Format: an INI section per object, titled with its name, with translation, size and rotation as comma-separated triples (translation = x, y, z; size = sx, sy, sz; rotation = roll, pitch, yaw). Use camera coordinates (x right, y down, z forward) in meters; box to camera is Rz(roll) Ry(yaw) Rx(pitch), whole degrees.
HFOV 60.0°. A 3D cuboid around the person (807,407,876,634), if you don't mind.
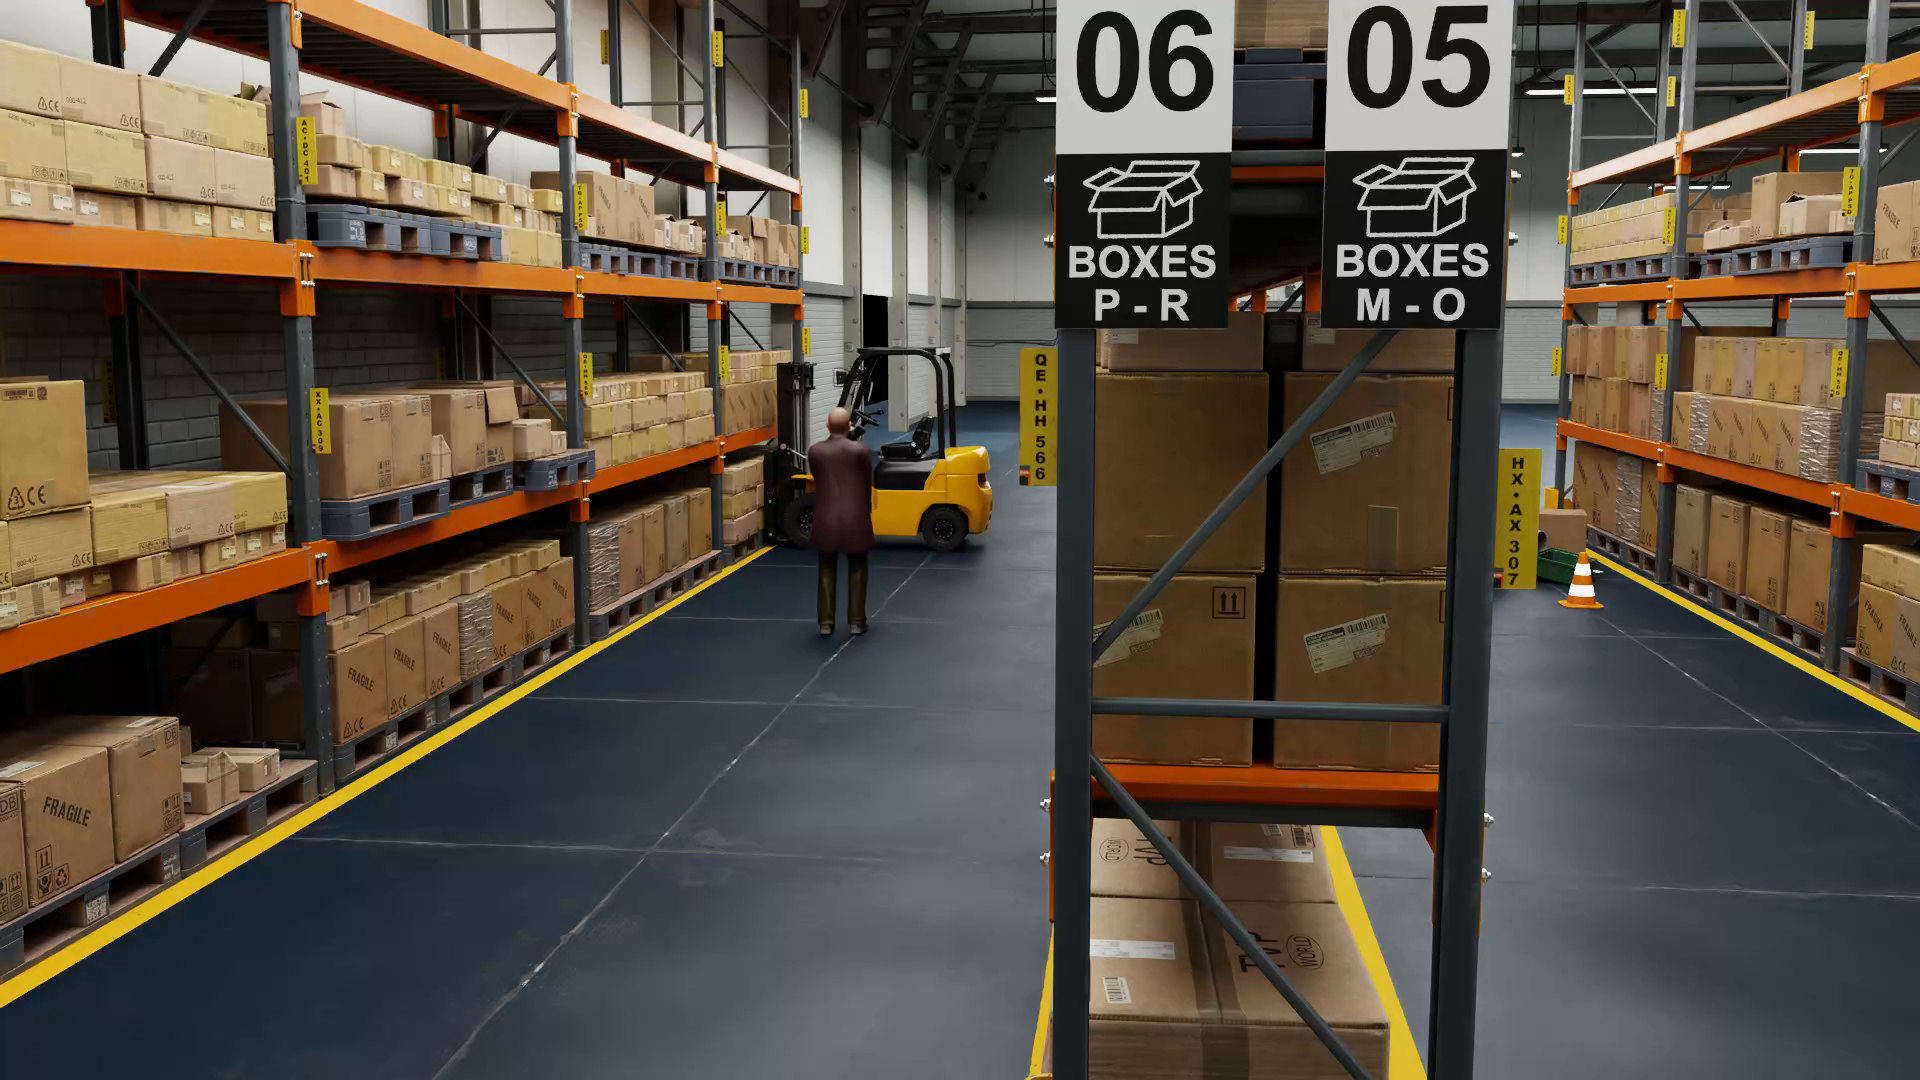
[person]
translation = -0.917, -0.159, 13.077
size = 0.525, 1.779, 0.558
rotation = 1, 7, 5
